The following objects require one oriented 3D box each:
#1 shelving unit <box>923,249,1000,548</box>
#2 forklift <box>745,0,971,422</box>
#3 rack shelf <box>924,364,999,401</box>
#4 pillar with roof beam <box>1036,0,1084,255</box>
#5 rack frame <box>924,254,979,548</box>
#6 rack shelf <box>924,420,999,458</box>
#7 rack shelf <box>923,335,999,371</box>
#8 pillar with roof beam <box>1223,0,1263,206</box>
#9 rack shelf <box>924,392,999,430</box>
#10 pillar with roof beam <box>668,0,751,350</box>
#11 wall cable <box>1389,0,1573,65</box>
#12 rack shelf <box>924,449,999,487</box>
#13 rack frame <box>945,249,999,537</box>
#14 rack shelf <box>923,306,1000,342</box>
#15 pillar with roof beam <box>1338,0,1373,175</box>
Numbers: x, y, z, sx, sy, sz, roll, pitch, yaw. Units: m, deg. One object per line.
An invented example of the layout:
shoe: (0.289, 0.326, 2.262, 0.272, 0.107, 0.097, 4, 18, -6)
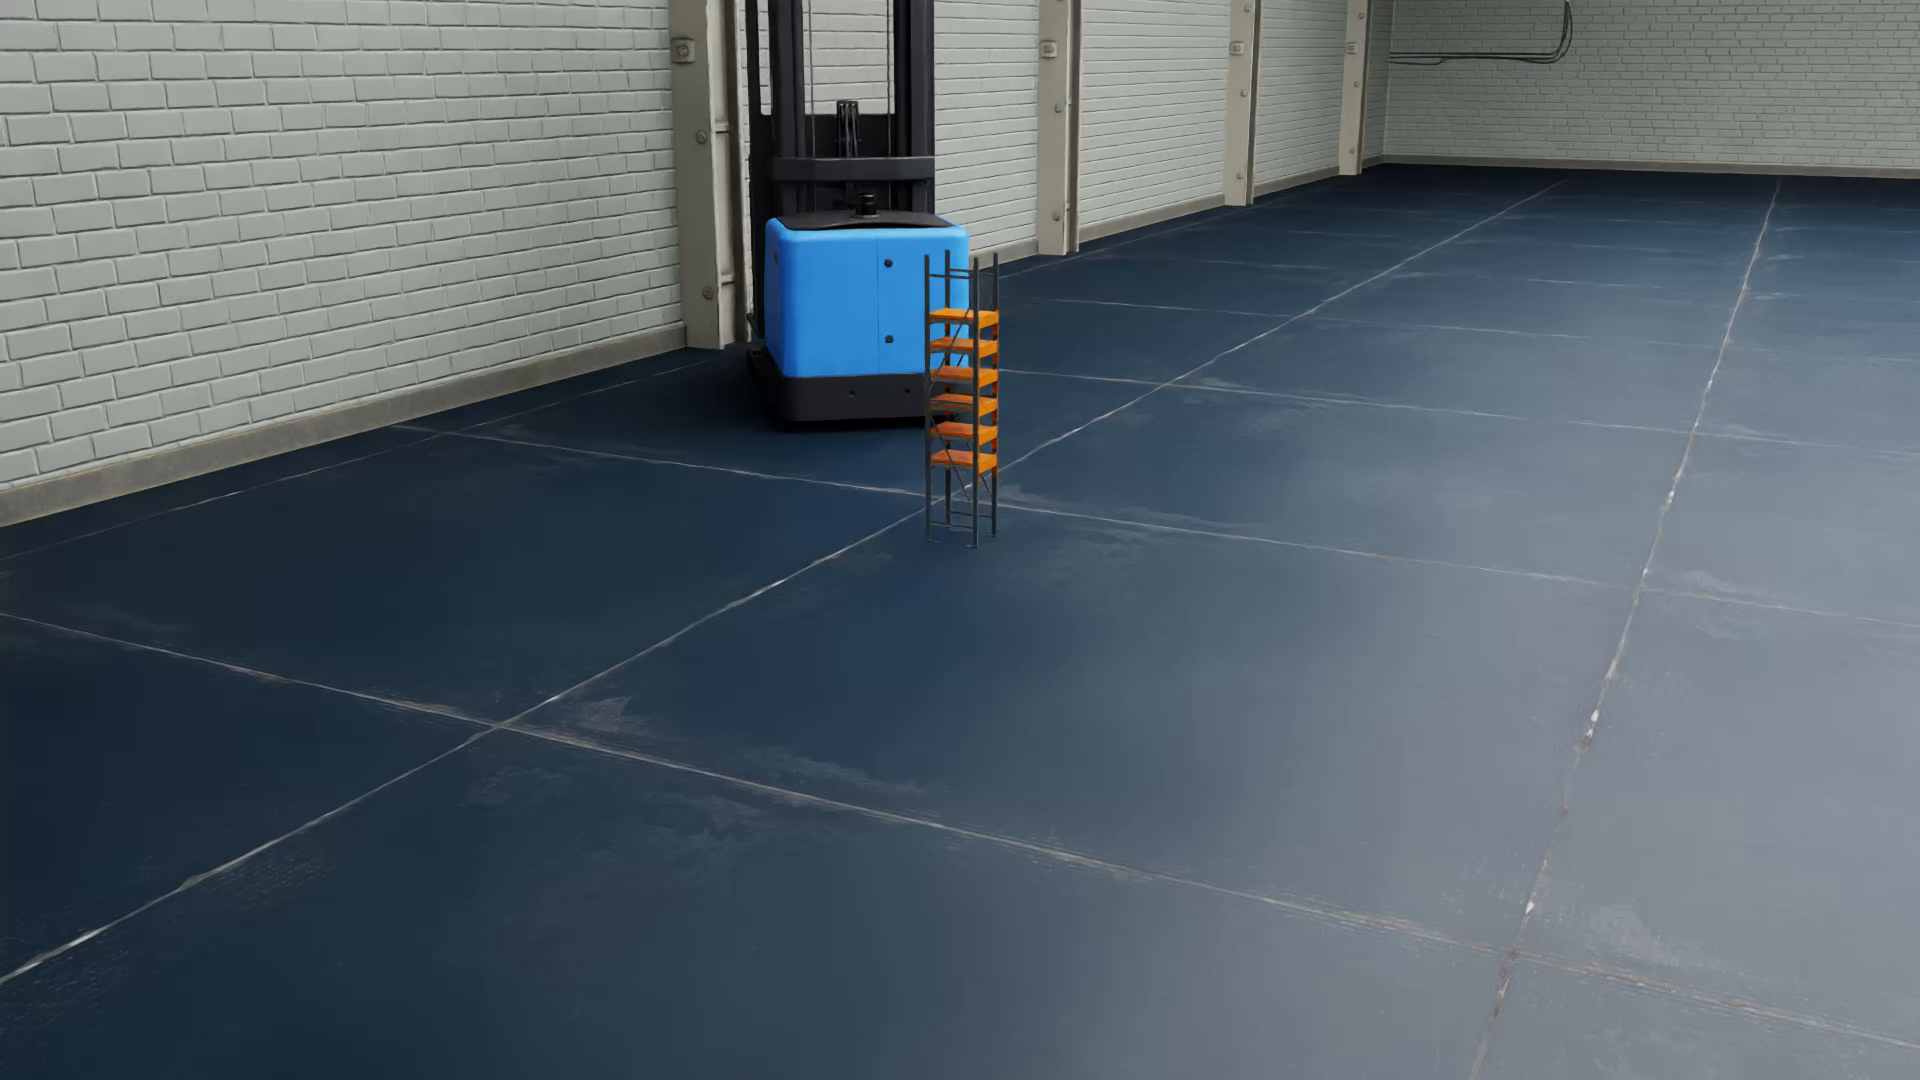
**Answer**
shelving unit: (0.006, -0.579, 6.866, 0.258, 1.200, 0.189, 8, 18, 25)
forklift: (-0.741, -2.417, 10.014, 1.130, 2.935, 3.031, -3, 17, -11)
rack shelf: (0.006, -0.651, 6.844, 0.258, 0.103, 0.180, 8, 18, 25)
pillar with roof beam: (4.833, -6.673, 13.685, 9.100, 9.000, 0.400, 8, 18, 25)
rack frame: (-0.034, -0.556, 6.787, 0.240, 1.200, 0.006, 8, 18, 25)
rack shelf: (0.006, -0.421, 6.913, 0.258, 0.103, 0.180, 8, 18, 25)
rack shelf: (0.006, -0.766, 6.810, 0.258, 0.103, 0.180, 8, 18, 25)
pillar with roof beam: (7.515, -8.201, 18.830, 9.100, 9.000, 0.400, 8, 18, 25)
rack shelf: (0.006, -0.536, 6.879, 0.258, 0.103, 0.180, 8, 18, 25)
pillar with roof beam: (2.152, -5.144, 8.539, 9.100, 9.000, 0.400, 8, 18, 25)
wall cable: (8.844, -9.371, 28.222, 3.097, 2.526, 0.112, 8, 18, 25)
rack shelf: (0.006, -0.306, 6.947, 0.258, 0.103, 0.180, 8, 18, 25)
rack frame: (0.047, -0.602, 6.944, 0.240, 1.200, 0.006, 8, 18, 25)
rack shelf: (0.006, -0.881, 6.776, 0.258, 0.103, 0.180, 8, 18, 25)
pillar with roof beam: (10.196, -9.729, 23.976, 9.100, 9.000, 0.400, 8, 18, 25)
